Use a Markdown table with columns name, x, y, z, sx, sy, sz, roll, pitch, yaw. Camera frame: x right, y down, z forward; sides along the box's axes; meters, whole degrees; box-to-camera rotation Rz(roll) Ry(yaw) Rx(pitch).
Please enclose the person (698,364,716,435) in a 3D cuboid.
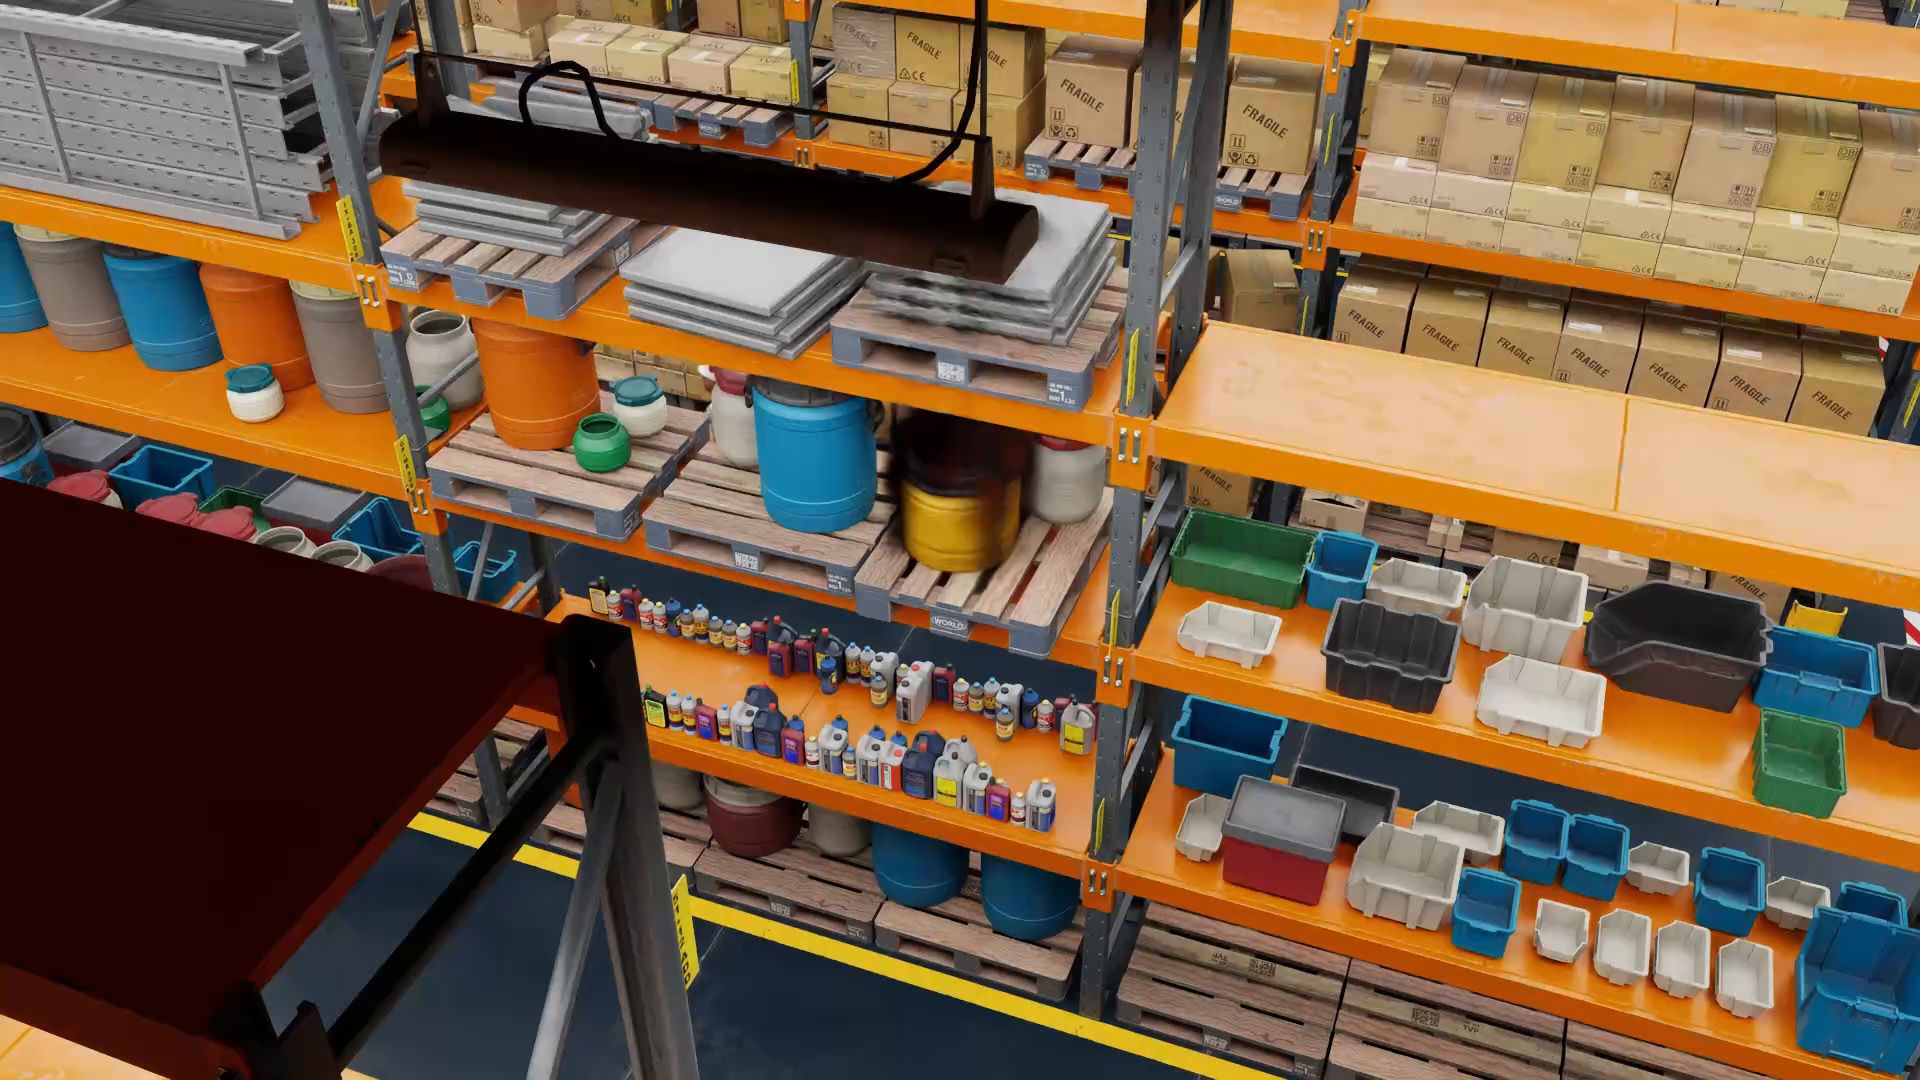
| name | x | y | z | sx | sy | sz | roll | pitch | yaw |
| --- | --- | --- | --- | --- | --- | --- | --- | --- | --- |
| person | -1.707 | -0.593 | 12.684 | 0.878 | 1.757 | 0.676 | 5 | 37 | 7 |
